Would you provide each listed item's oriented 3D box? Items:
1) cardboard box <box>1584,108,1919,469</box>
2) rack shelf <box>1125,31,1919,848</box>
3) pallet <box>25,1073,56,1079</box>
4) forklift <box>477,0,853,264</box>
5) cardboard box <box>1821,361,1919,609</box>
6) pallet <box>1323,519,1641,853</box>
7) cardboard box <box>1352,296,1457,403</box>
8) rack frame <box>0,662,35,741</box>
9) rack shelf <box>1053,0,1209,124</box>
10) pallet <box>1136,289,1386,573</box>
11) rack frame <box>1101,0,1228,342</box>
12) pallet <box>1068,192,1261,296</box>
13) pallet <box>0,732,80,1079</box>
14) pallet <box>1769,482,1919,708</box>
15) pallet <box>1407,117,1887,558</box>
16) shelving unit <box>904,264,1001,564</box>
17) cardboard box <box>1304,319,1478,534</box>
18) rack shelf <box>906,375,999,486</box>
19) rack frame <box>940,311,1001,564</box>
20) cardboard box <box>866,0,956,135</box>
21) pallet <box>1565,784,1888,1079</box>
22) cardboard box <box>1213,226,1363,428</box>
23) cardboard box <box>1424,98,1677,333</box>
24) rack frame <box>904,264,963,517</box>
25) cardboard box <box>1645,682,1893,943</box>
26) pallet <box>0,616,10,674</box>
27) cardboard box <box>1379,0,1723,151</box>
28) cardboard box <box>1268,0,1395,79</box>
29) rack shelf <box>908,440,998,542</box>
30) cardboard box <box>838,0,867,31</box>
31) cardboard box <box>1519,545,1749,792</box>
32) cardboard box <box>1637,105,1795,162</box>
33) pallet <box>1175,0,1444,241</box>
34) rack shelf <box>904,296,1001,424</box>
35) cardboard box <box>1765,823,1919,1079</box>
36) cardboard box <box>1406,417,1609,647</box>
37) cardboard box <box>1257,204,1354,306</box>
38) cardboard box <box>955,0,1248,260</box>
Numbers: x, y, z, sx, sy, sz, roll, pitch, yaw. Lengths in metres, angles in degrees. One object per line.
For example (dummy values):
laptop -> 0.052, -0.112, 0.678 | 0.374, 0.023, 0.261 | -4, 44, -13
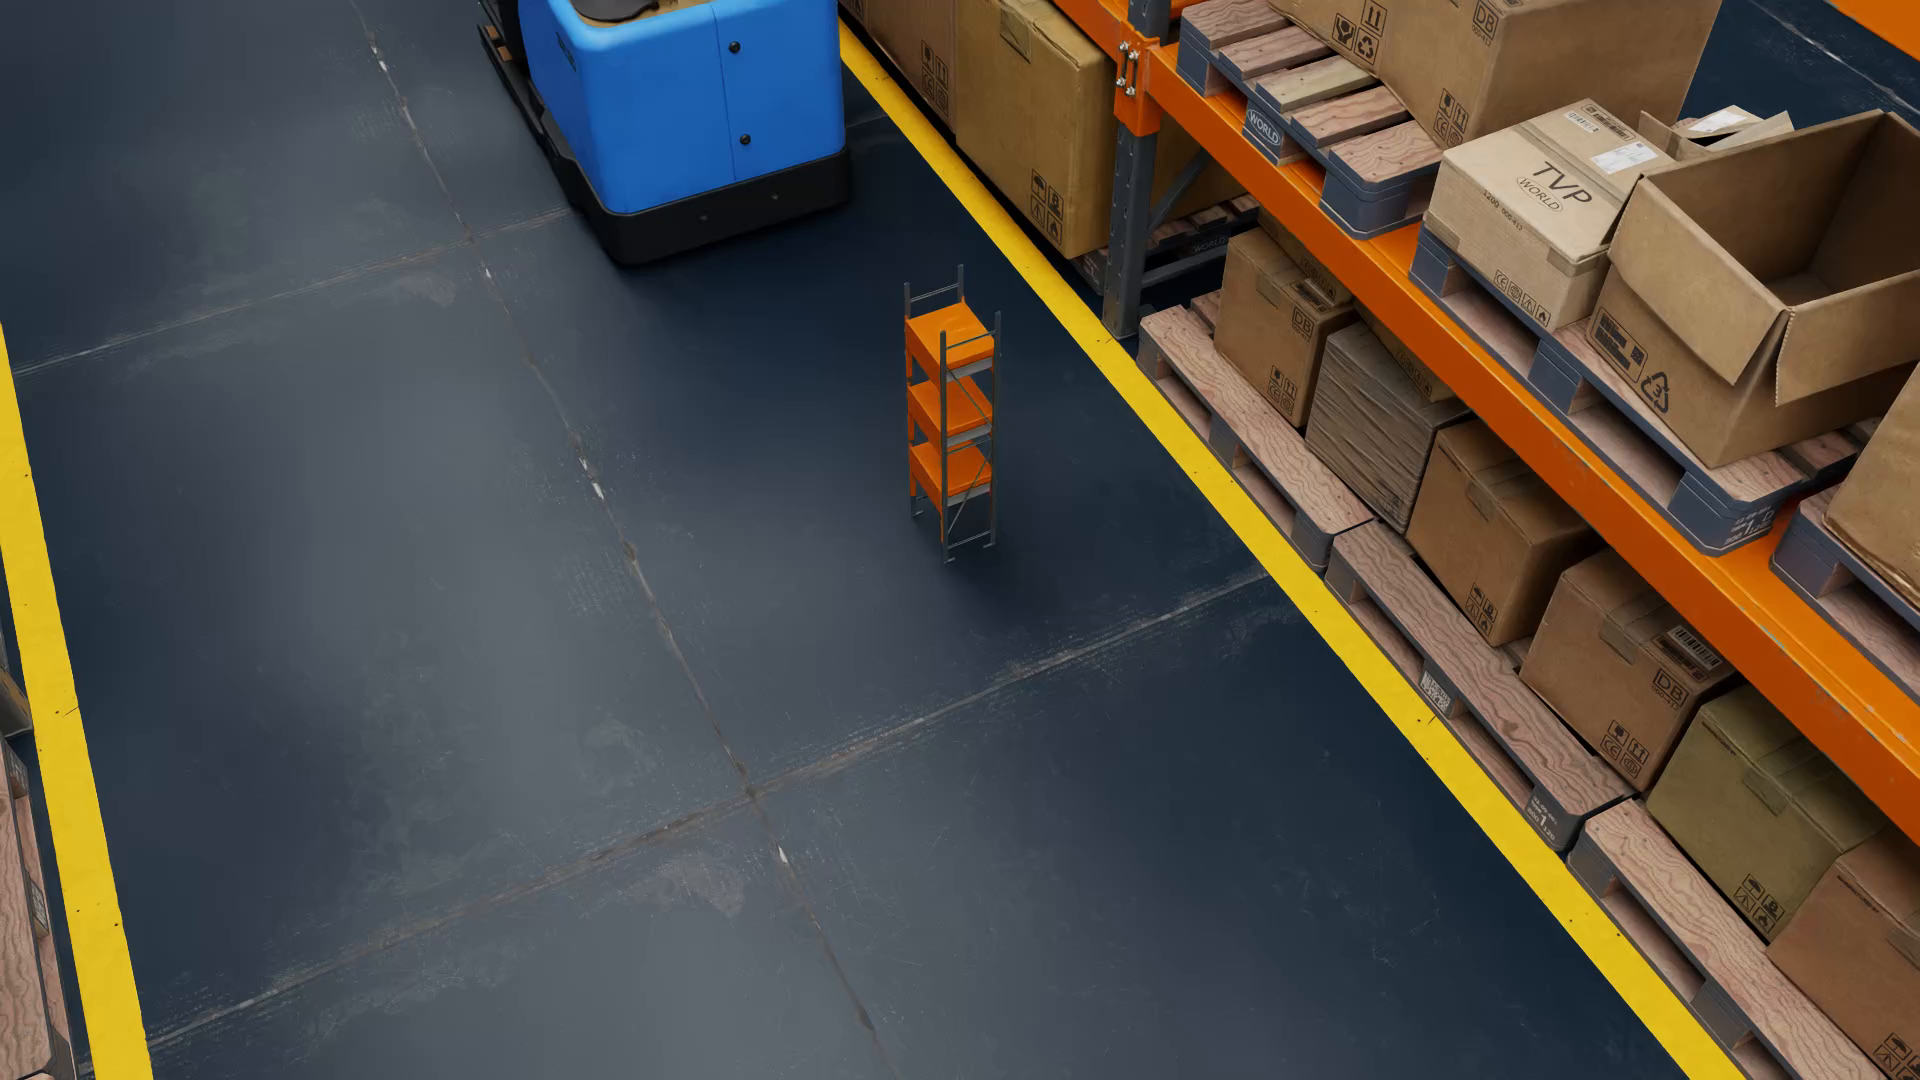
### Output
cardboard box -> 1.978, -0.588, 3.924 | 0.797, 0.503, 0.637 | -16, 51, -14
rack shelf -> 1.938, -0.389, 4.575 | 1.077, 0.370, 4.000 | -21, 52, -18
pallet -> -2.507, 2.007, 3.854 | 1.003, 0.211, 1.213 | -21, 52, -18
forklift -> -1.556, -3.182, 6.586 | 1.130, 2.935, 3.031 | -21, 52, -17
cardboard box -> 2.614, -0.203, 3.257 | 1.000, 1.000, 1.000 | -21, 52, -17
pallet -> 1.933, 0.293, 5.354 | 1.003, 0.211, 1.213 | -21, 52, -18
cardboard box -> 1.608, -0.743, 5.277 | 0.500, 0.250, 0.500 | -16, 51, -13
rack frame -> -3.381, -0.258, 3.983 | 1.000, 3.000, 0.127 | -21, 52, -18
rack shelf -> 0.107, -3.066, 6.917 | 1.077, 0.370, 4.000 | -21, 52, -18
pallet -> 1.379, -0.523, 6.067 | 1.003, 0.211, 1.213 | -21, 52, -18
rack frame -> 1.023, -1.964, 5.475 | 1.000, 3.000, 0.127 | -21, 52, -18
pallet -> 0.729, -1.600, 7.009 | 1.003, 0.211, 1.213 | -21, 52, -18
pallet -> -3.061, 1.192, 4.567 | 1.003, 0.211, 1.213 | -21, 52, -18
pallet -> 2.633, 0.215, 3.697 | 1.003, 0.211, 1.213 | -21, 52, -18
pallet -> 1.965, -0.590, 4.401 | 1.003, 0.211, 1.213 | -21, 52, -18
shelving unit -> -0.024, -0.381, 5.386 | 0.215, 1.050, 0.252 | -21, 52, -18
cardboard box -> 1.612, -0.478, 5.543 | 0.700, 0.500, 0.500 | -25, 53, -20
rack shelf -> -0.024, -0.374, 5.394 | 0.215, 0.259, 0.240 | -21, 52, -18
rack frame -> 0.031, -0.300, 5.315 | 0.200, 1.050, 0.008 | -21, 52, -18
cardboard box -> 0.324, -2.471, 7.051 | 1.225, 0.875, 0.875 | -21, 52, -17
pallet -> 2.495, 1.111, 4.638 | 1.003, 0.211, 1.213 | -21, 52, -18
cardboard box -> 1.347, -0.844, 5.864 | 0.700, 0.500, 0.500 | -24, 53, -19
cardboard box -> 1.585, -0.852, 4.323 | 0.500, 0.250, 0.500 | -23, 53, -19
rack frame -> -0.080, -0.463, 5.458 | 0.200, 1.050, 0.008 | -21, 52, -18
cardboard box -> 2.390, 0.647, 4.560 | 0.700, 0.500, 0.500 | -21, 52, -18
pallet -> -3.779, 0.147, 5.482 | 1.003, 0.211, 1.213 | -21, 52, -18
cardboard box -> 1.650, -1.448, 4.679 | 0.700, 0.500, 0.500 | -14, 50, -12
cardboard box -> 1.305, -1.788, 4.975 | 0.500, 0.500, 0.500 | -27, 54, -22
rack shelf -> -0.024, -0.192, 5.603 | 0.215, 0.259, 0.240 | -21, 52, -18
cardboard box -> -0.088, -3.061, 7.567 | 1.225, 0.875, 0.875 | -23, 53, -19
cardboard box -> 2.133, 0.273, 4.887 | 0.700, 0.500, 0.500 | -25, 53, -21
cardboard box -> 2.026, -1.035, 4.473 | 0.396, 0.266, 0.258 | -23, 53, -19
pallet -> 1.443, -1.461, 5.162 | 1.213, 0.211, 1.003 | -21, 52, -18
rack shelf -> -0.024, -0.561, 5.181 | 0.215, 0.259, 0.240 | -21, 52, -18
cardboard box -> 2.591, 0.973, 4.275 | 0.700, 0.500, 0.500 | -25, 53, -20
cardboard box -> 1.878, -0.101, 5.214 | 0.700, 0.500, 0.500 | -17, 51, -15
cardboard box -> 1.356, -1.095, 5.585 | 0.500, 0.250, 0.500 | -19, 52, -16
cardboard box -> 0.725, -1.872, 6.527 | 1.225, 0.875, 0.875 | -23, 53, -19
